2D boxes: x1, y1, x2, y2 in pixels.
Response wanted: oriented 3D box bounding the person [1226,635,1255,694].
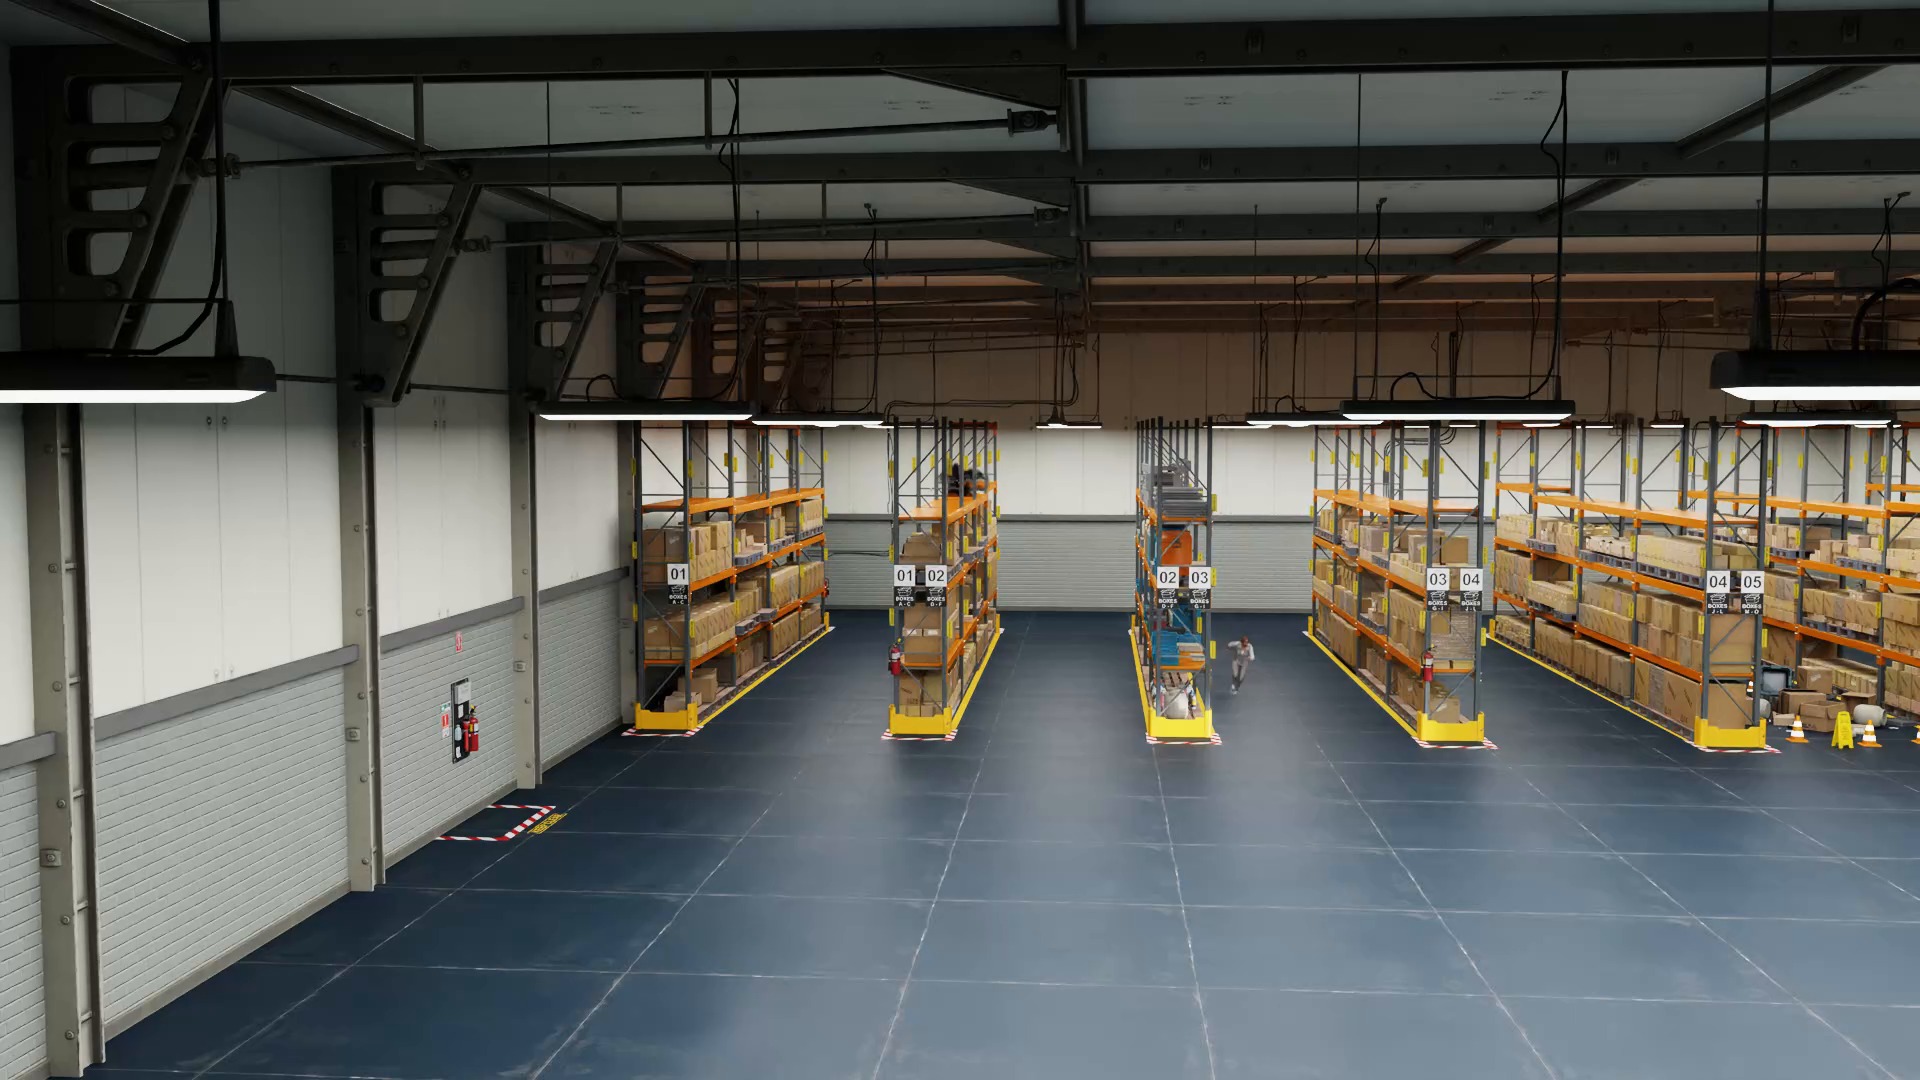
[{"bbox_3d":[6.045,2.699,35.811,0.542,1.346,0.926,0,4,1],"label":"person"}]
